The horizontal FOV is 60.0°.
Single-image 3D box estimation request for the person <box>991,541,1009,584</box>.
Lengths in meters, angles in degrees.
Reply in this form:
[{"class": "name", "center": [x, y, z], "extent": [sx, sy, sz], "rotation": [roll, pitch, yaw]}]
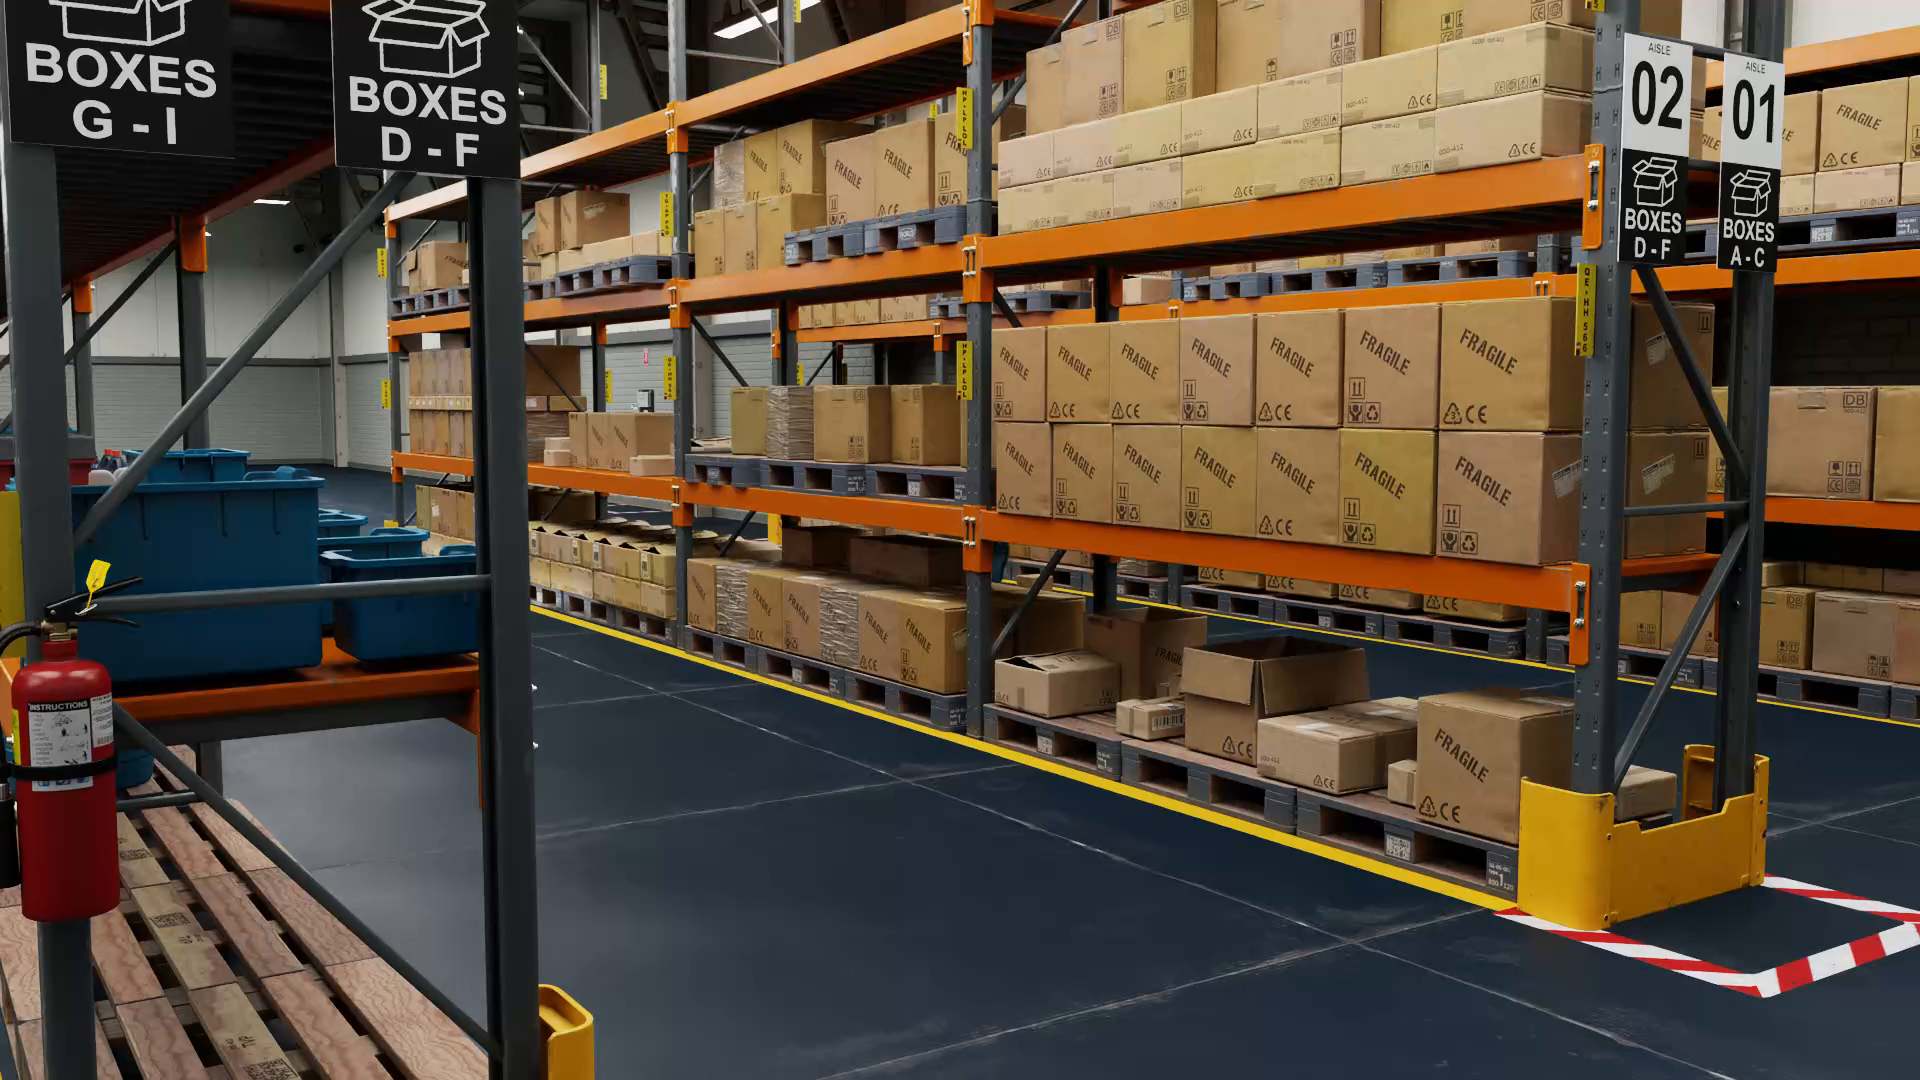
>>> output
[{"class": "person", "center": [0.296, -0.180, 15.476], "extent": [0.300, 1.593, 0.408], "rotation": [-3, 6, -33]}]
